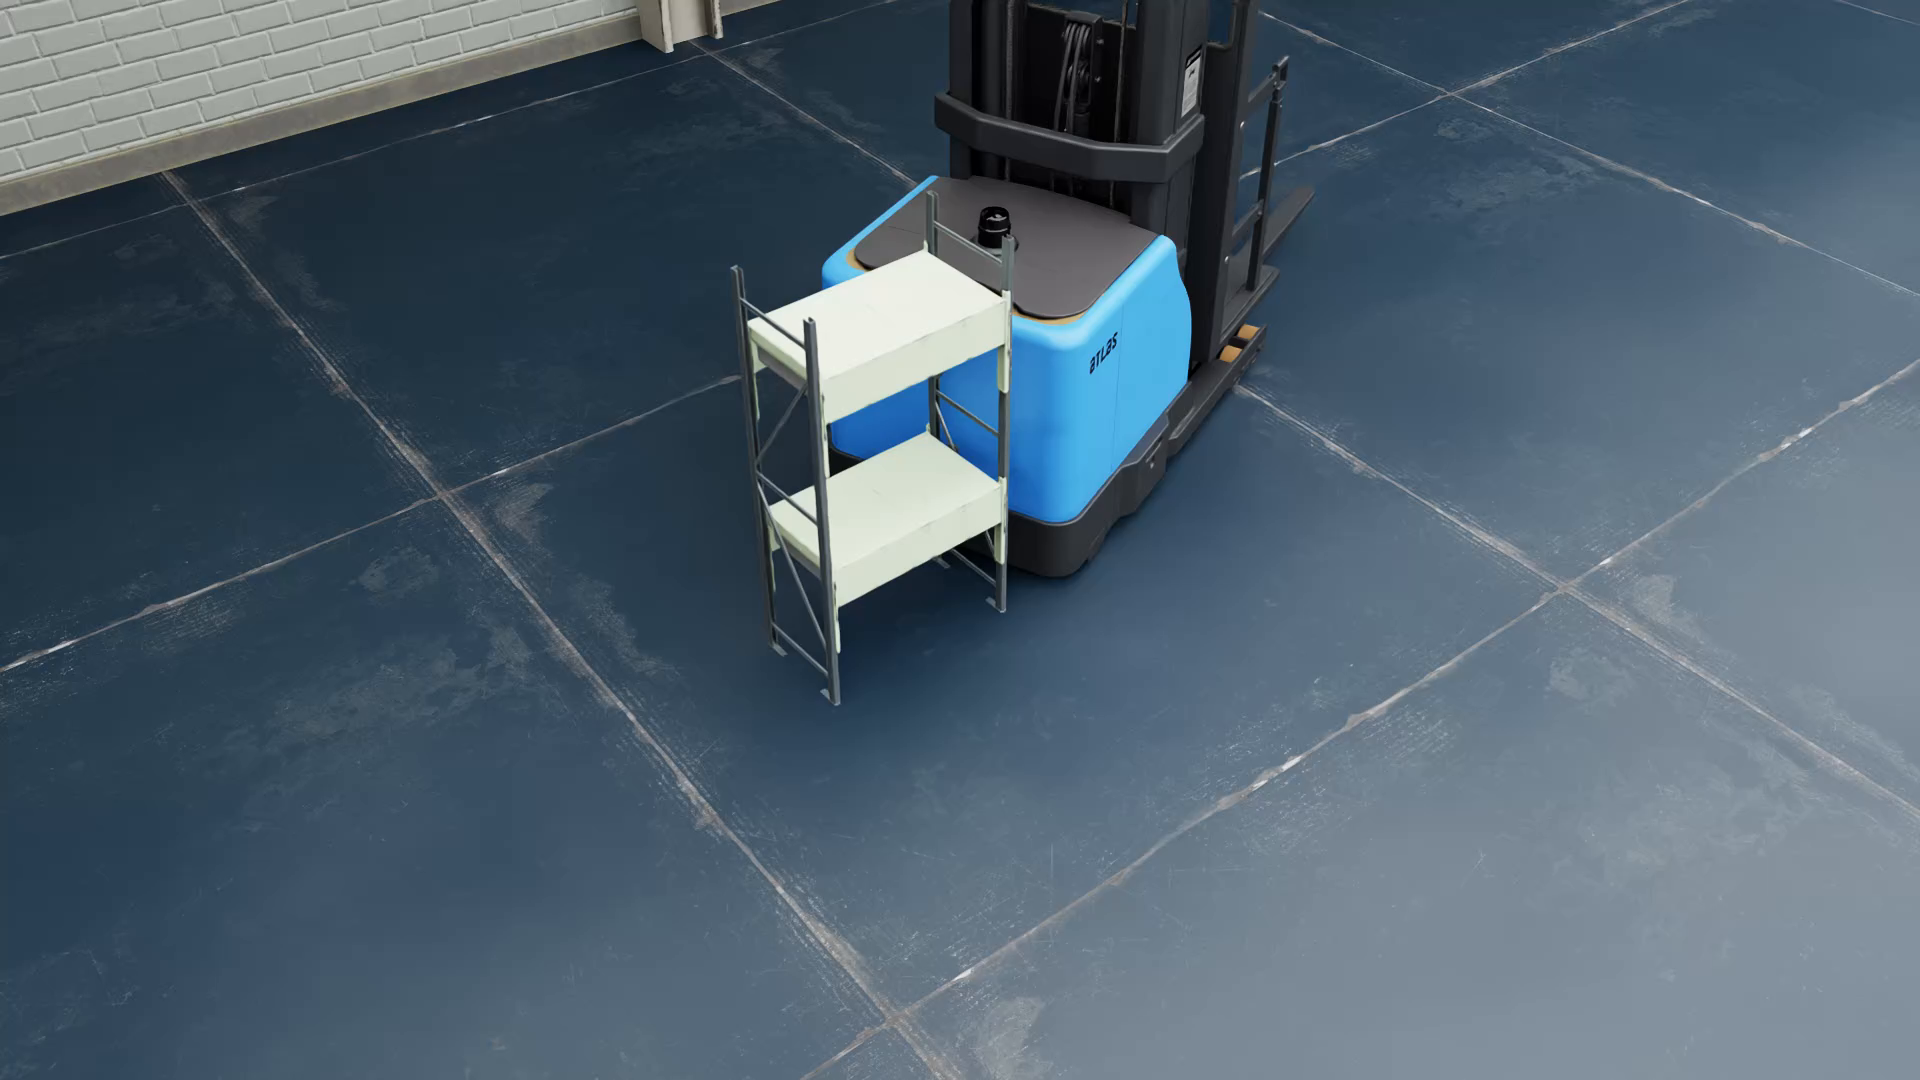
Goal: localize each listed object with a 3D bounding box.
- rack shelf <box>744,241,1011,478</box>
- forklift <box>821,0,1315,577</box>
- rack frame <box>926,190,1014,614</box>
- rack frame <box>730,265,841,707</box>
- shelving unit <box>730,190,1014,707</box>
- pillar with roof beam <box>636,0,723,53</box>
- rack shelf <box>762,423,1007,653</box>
[{"bbox_3d":[-0.254,-0.572,5.149,0.720,0.370,0.431,-28,47,-30],"label":"rack shelf"},{"bbox_3d":[0.666,-1.918,6.277,1.130,2.935,3.031,20,43,22],"label":"forklift"},{"bbox_3d":[0.028,-0.418,5.577,0.023,1.500,0.400,-28,47,-30],"label":"rack frame"},{"bbox_3d":[-0.536,-0.122,5.216,0.023,1.500,0.400,-28,47,-30],"label":"rack frame"},{"bbox_3d":[-0.254,-0.270,5.397,0.755,1.500,0.431,-28,47,-30],"label":"shelving unit"},{"bbox_3d":[0.966,-4.313,4.412,0.400,9.000,9.100,-26,46,-28],"label":"pillar with roof beam"},{"bbox_3d":[-0.254,-0.018,5.604,0.720,0.370,0.431,-28,47,-30],"label":"rack shelf"}]
